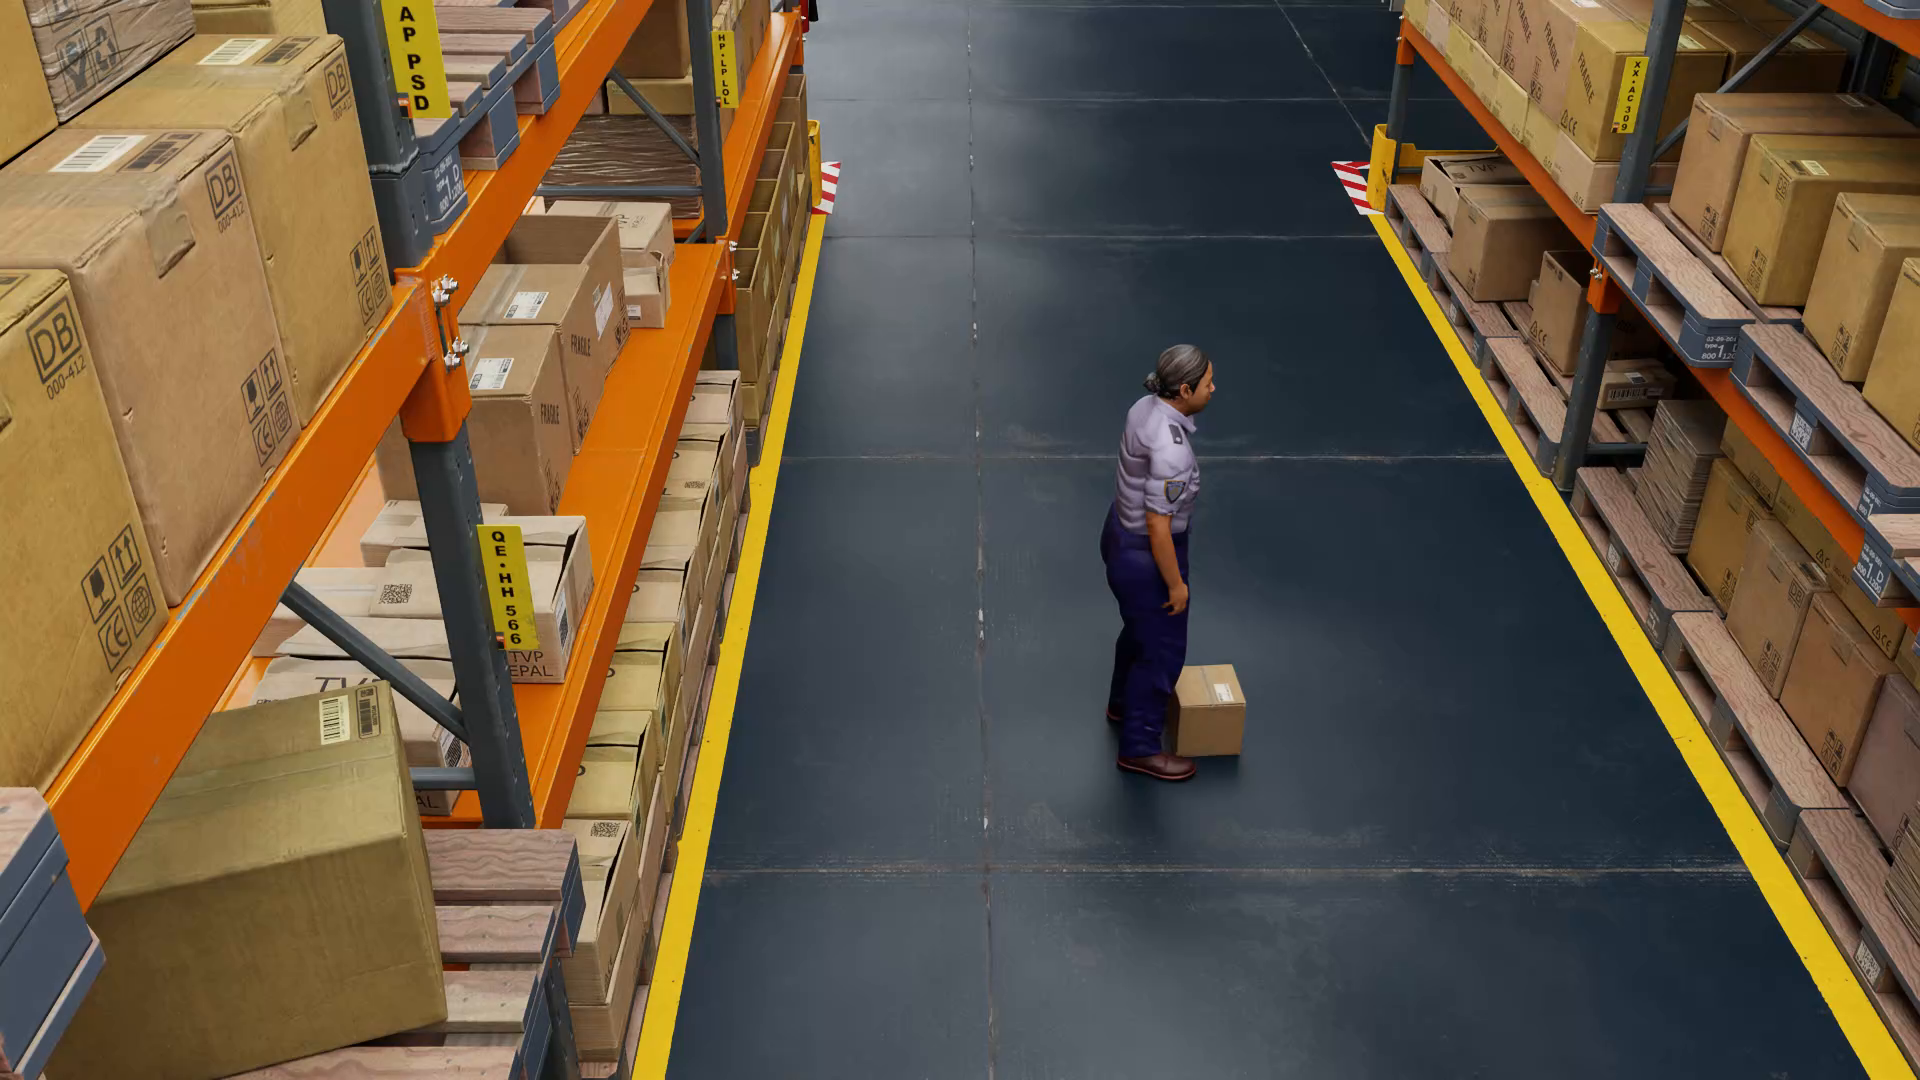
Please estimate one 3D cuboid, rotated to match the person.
[{"bbox_3d":[0.703,0.063,6.040,0.362,1.653,0.562,-2,32,-3],"label":"person"}]
